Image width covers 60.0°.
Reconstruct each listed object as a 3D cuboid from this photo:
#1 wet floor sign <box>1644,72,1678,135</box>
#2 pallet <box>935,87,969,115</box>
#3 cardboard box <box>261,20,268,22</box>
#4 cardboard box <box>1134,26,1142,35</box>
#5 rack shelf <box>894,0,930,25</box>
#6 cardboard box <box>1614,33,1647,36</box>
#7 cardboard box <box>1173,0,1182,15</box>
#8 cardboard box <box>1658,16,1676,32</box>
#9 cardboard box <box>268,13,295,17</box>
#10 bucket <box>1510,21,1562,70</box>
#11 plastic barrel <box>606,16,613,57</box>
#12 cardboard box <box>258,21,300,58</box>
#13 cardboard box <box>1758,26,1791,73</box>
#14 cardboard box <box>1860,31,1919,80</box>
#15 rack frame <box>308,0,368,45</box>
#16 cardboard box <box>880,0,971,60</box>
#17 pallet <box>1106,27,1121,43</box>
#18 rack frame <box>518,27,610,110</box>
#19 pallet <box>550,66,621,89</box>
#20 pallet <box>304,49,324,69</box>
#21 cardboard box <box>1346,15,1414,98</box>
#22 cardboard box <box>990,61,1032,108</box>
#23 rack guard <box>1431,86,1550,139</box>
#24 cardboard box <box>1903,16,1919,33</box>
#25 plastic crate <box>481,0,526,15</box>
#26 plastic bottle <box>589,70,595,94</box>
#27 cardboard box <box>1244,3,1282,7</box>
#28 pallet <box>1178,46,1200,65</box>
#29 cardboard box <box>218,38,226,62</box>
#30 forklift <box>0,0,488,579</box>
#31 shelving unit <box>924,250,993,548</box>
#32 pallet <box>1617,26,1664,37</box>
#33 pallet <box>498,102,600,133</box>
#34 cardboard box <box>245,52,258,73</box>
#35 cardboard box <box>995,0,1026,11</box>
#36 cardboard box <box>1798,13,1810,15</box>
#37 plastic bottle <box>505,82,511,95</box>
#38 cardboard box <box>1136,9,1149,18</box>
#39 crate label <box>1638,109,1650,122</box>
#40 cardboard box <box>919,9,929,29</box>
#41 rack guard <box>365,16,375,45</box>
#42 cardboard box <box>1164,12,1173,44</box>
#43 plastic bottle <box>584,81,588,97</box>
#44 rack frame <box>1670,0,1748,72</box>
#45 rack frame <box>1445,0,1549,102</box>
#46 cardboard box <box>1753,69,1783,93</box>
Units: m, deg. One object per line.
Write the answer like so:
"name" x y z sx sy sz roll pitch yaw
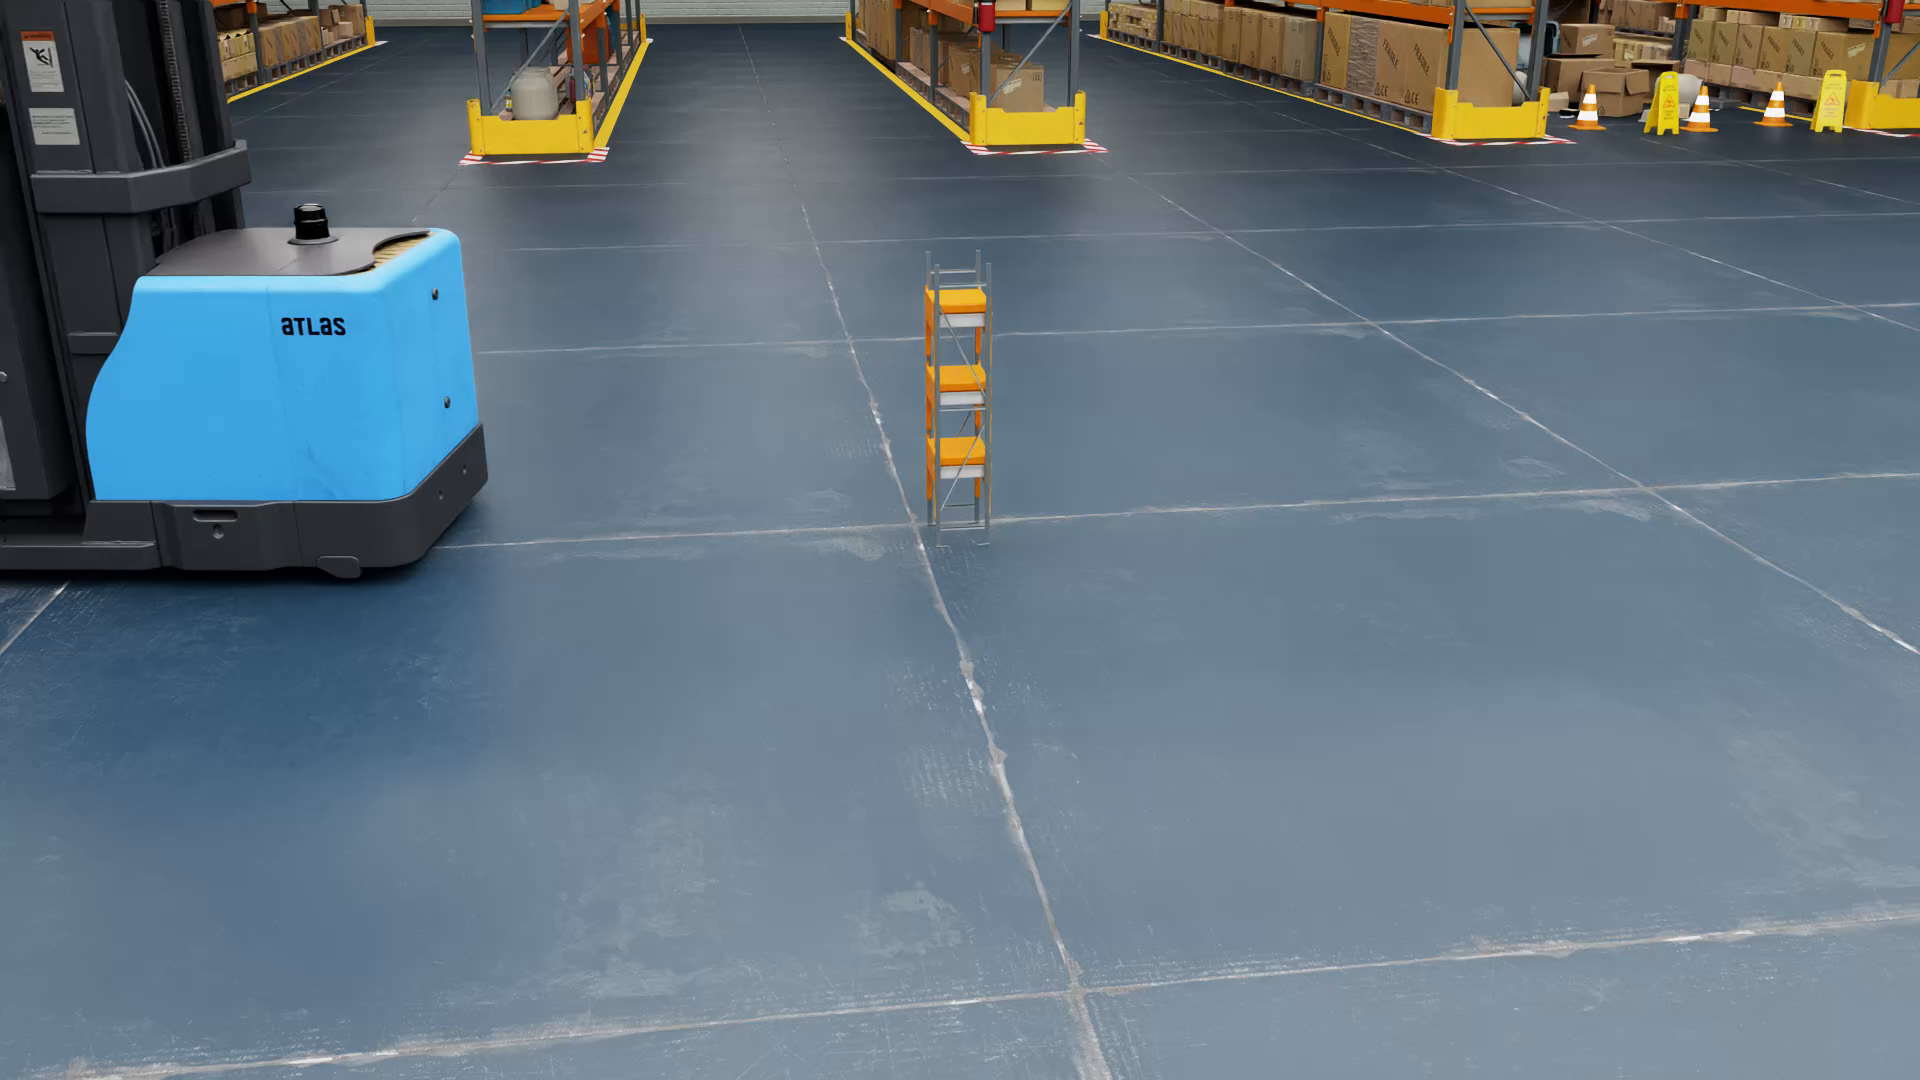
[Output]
"wet floor sign" 7.593 -4.709 17.903 0.267 0.644 0.232 -7 21 -17
"pallet" 0.262 -5.355 20.253 1.003 0.211 1.213 -3 21 -8
"cardboard box" -10.845 -7.662 25.386 0.500 0.500 0.500 -3 21 -7
"cardboard box" 3.357 -9.215 30.077 0.380 0.149 0.250 -3 21 -8
"rack shelf" -0.158 -7.248 22.362 1.077 0.370 4.000 -3 21 -8
"cardboard box" 9.546 -7.291 24.607 0.950 0.372 0.625 -3 21 -9
"cardboard box" 3.824 -8.801 27.393 0.500 0.250 0.500 -2 21 -6
"cardboard box" 13.273 -9.631 31.023 0.396 0.266 0.258 -2 21 -6
"cardboard box" -11.189 -8.382 27.314 0.500 0.500 0.500 -3 21 -8
"bucket" 7.354 -6.355 21.451 0.726 0.611 0.620 4 11 11
"plastic barrel" -5.598 -7.654 25.268 0.600 0.588 0.708 -3 21 -8
"cardboard box" -10.261 -7.521 25.010 0.500 0.500 0.500 -4 21 -10
"cardboard box" 9.996 -5.887 19.949 0.500 0.500 0.500 -3 21 -9
"cardboard box" 10.667 -5.568 19.096 0.500 0.500 0.500 -4 21 -10
"rack frame" -11.403 -10.549 30.172 1.000 3.000 0.127 -3 21 -8
"cardboard box" -0.525 -7.719 25.031 1.225 0.875 0.875 -4 21 -10
"pallet" 3.416 -9.647 31.742 1.003 0.211 1.213 -3 21 -8
"rack frame" -4.771 -6.642 19.714 1.000 3.000 0.127 -3 21 -8
"pallet" -5.274 -6.451 23.186 1.003 0.211 1.213 -3 21 -8
"pallet" -10.672 -7.578 26.203 1.003 0.211 1.213 -3 21 -8
"cardboard box" 5.208 -5.776 19.829 0.875 0.875 0.875 -3 21 -7
"cardboard box" 0.513 -4.955 18.169 0.500 0.500 0.500 2 21 6
"rack guard" 5.633 -4.543 17.666 1.175 0.500 0.348 -3 21 -8
"cardboard box" 14.547 -7.437 24.636 0.875 0.625 0.625 -4 21 -10
"plastic crate" -4.562 -5.346 16.455 0.499 0.251 0.616 -3 21 -8
"plastic bottle" -4.375 -5.426 19.710 0.061 0.283 0.133 -2 21 -5
"cardboard box" 4.617 -8.120 25.571 0.500 0.250 0.500 -4 21 -10
"pallet" 4.193 -7.878 27.008 1.003 0.211 1.213 -3 21 -8
"cardboard box" -9.709 -6.253 21.199 0.500 0.311 0.500 -2 21 -6
"forklift" -3.405 -1.399 5.772 3.031 2.935 1.130 0 20 1
"shelving unit" -0.008 -0.510 6.082 0.215 1.050 0.252 -3 21 -8
"pallet" 13.418 -9.768 32.069 1.003 0.211 1.213 -3 21 -8
"pallet" -4.536 -4.678 18.440 1.003 0.211 1.213 -3 21 -8
"cardboard box" -9.932 -6.518 22.709 0.500 0.250 0.500 -2 21 -6
"cardboard box" 0.462 -5.478 16.955 0.380 0.149 0.250 -3 21 -8
"cardboard box" 13.880 -8.609 27.025 0.380 0.149 0.250 -4 21 -11
"plastic bottle" -4.928 -4.844 18.153 0.061 0.283 0.133 -2 21 -6
"cardboard box" 3.381 -9.482 29.941 0.380 0.149 0.250 -4 21 -10
"crate label" 7.951 -4.845 18.993 0.250 0.136 0.298 -15 25 -35
"cardboard box" -0.320 -7.433 23.703 0.500 0.250 0.500 -2 21 -6
"rack guard" -11.392 -9.351 30.539 1.175 0.500 0.348 -3 21 -8
"cardboard box" 3.744 -8.634 28.018 0.500 0.500 0.500 -2 21 -6
"plastic bottle" -4.240 -5.052 18.727 0.097 0.271 0.097 0 20 0
"rack frame" 9.937 -7.392 21.721 1.000 3.000 0.127 -3 21 -8
"rack frame" 5.630 -5.722 17.251 1.000 3.000 0.127 -3 21 -8
"cardboard box" 9.983 -5.543 20.099 0.500 0.250 0.500 -4 21 -10
